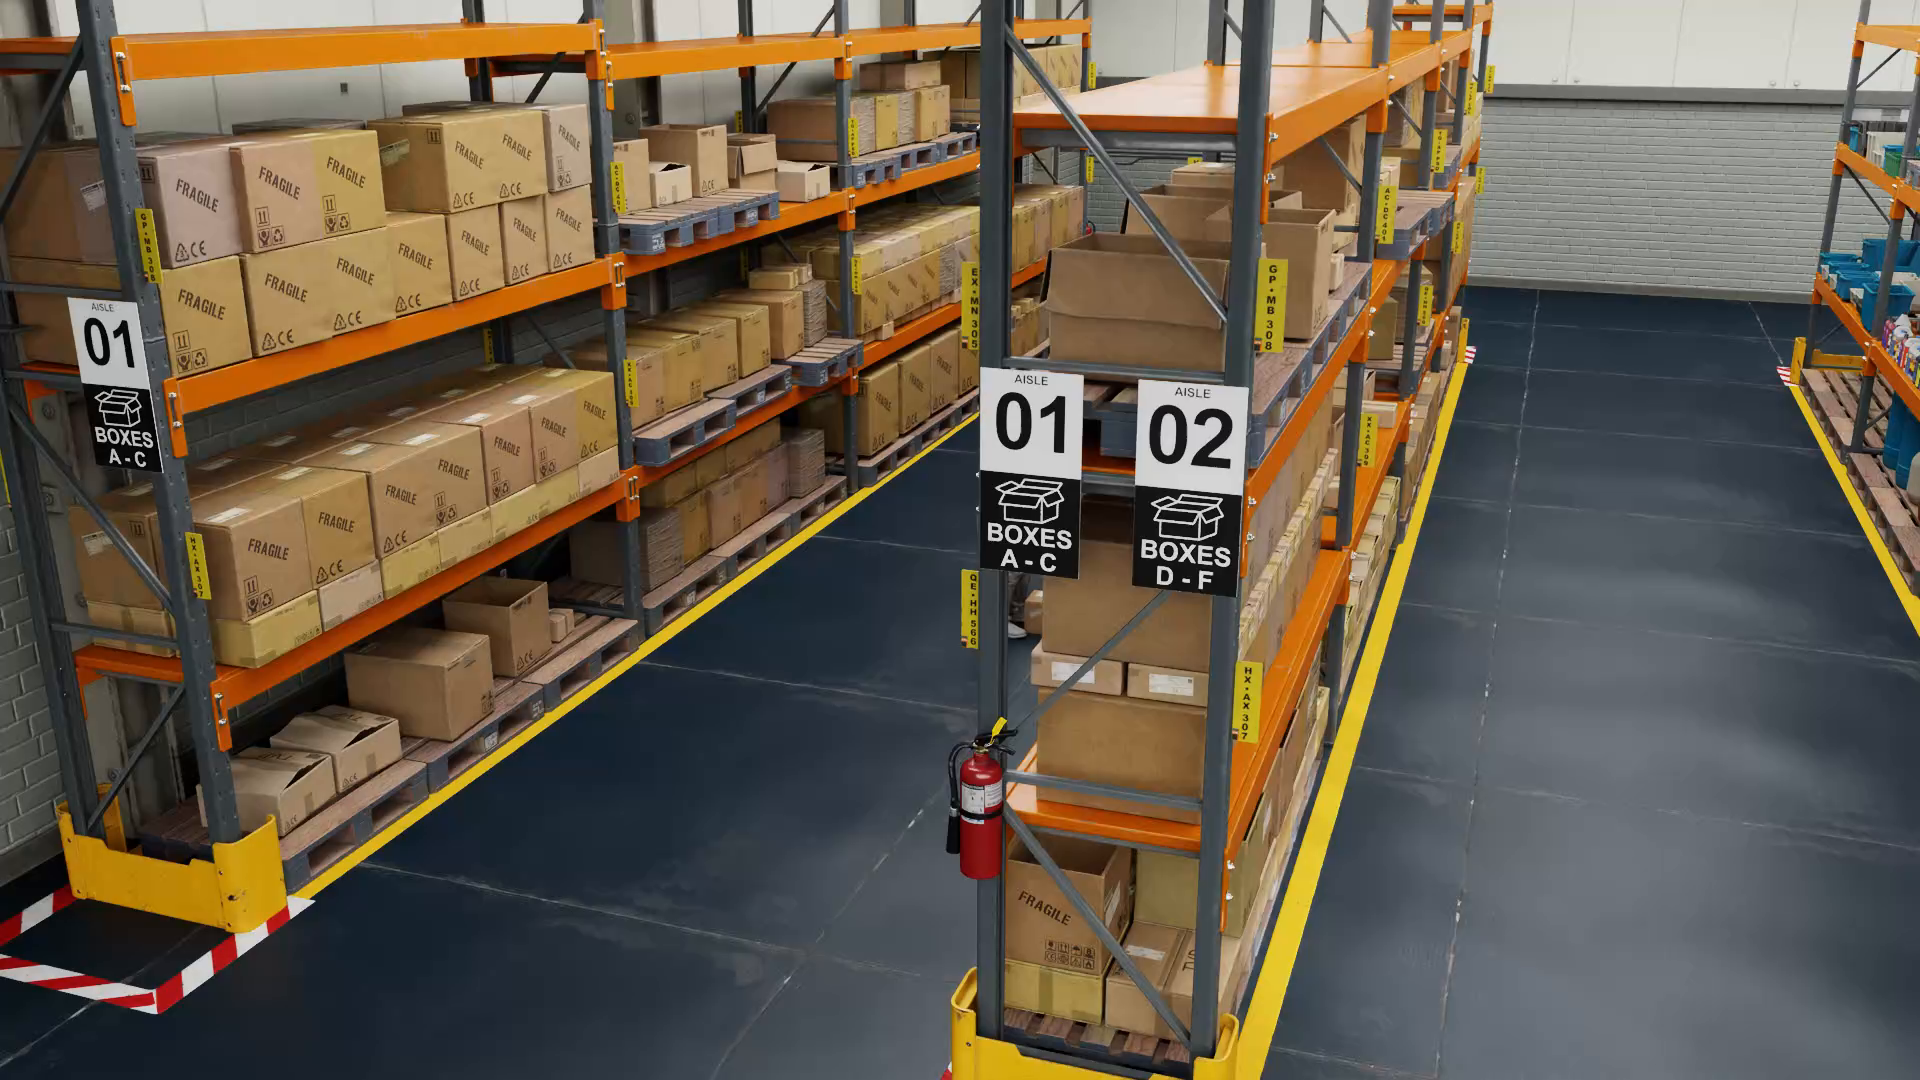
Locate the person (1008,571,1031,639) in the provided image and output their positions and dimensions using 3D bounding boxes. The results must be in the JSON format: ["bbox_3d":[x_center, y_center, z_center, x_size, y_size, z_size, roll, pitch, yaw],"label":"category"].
[{"bbox_3d":[0.389,-0.209,12.143,0.475,1.771,0.592,5,19,15],"label":"person"}]
